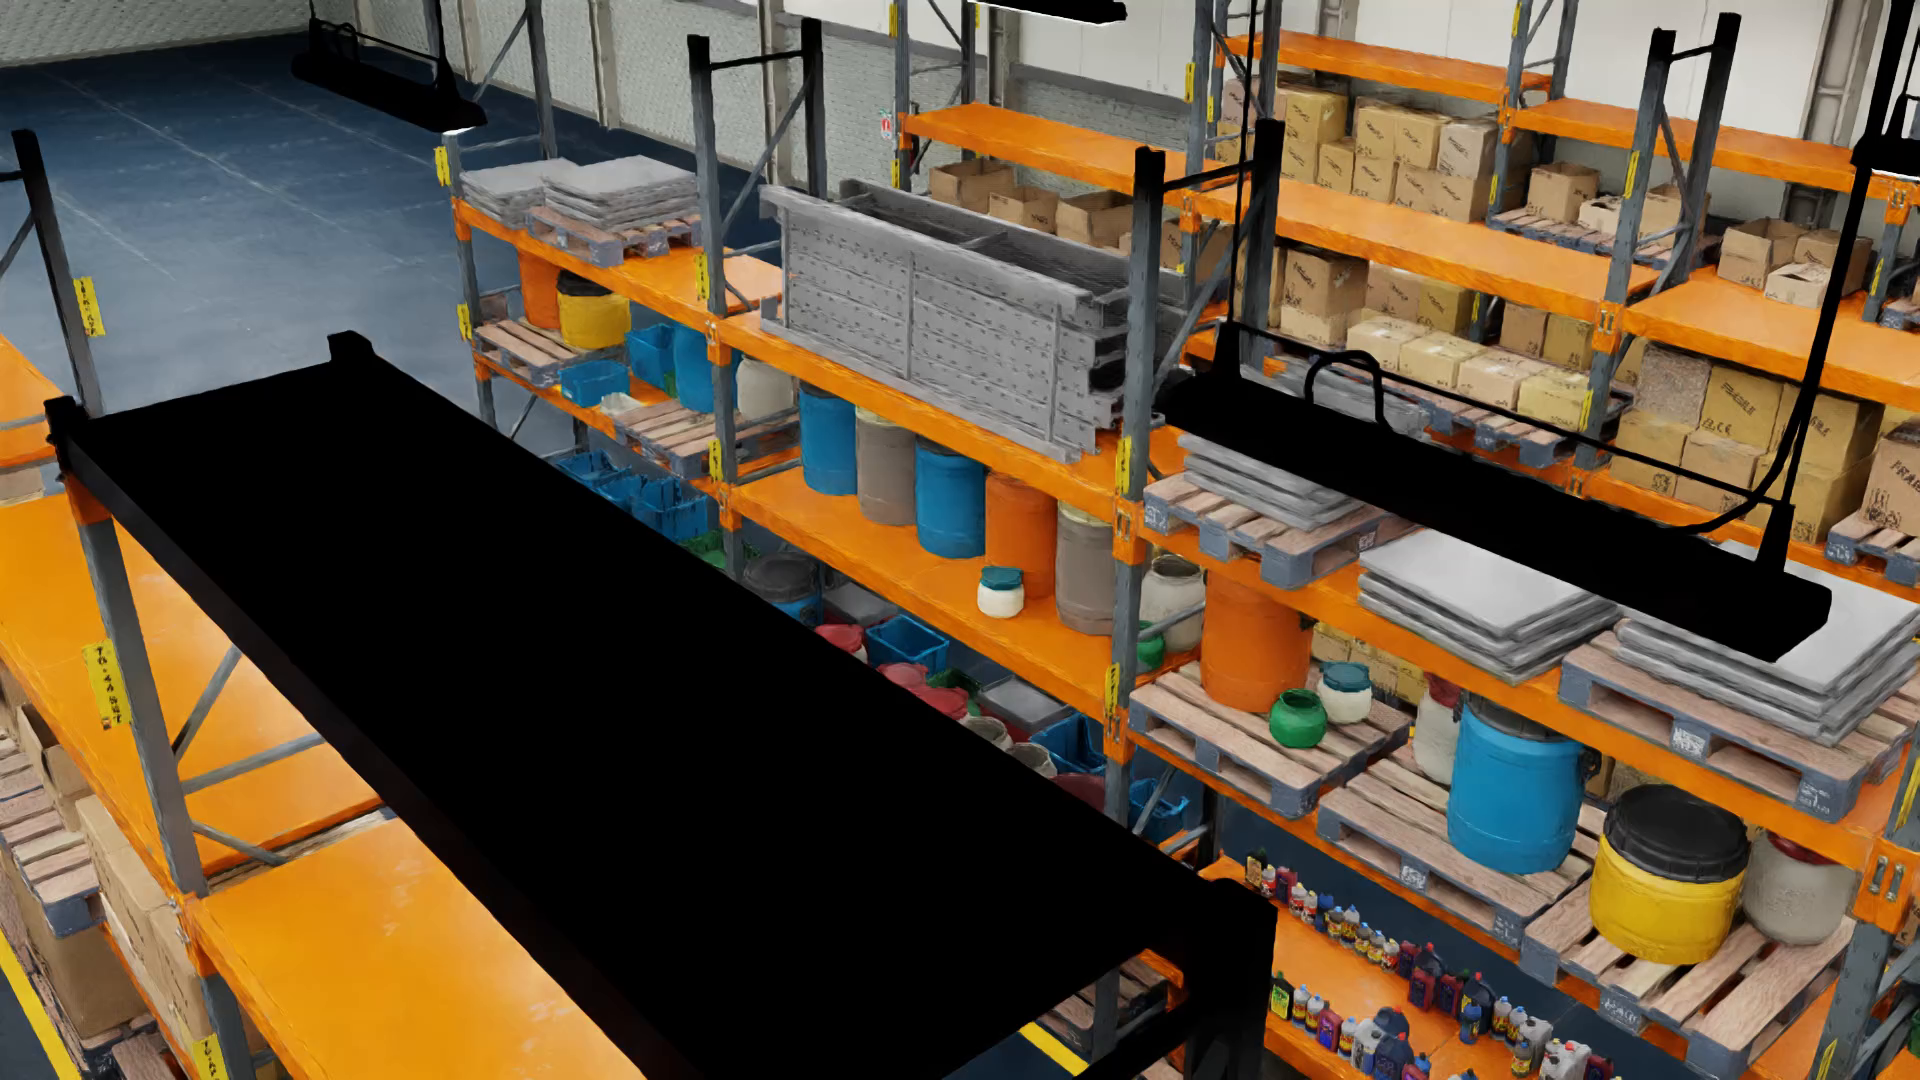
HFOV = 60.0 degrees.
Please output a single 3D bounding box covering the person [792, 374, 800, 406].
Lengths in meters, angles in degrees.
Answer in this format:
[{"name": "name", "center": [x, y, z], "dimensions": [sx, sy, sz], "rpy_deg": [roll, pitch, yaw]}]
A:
[{"name": "person", "center": [-2.038, -2.267, 20.144], "dimensions": [0.545, 1.719, 0.607], "rpy_deg": [6, 28, 11]}]
